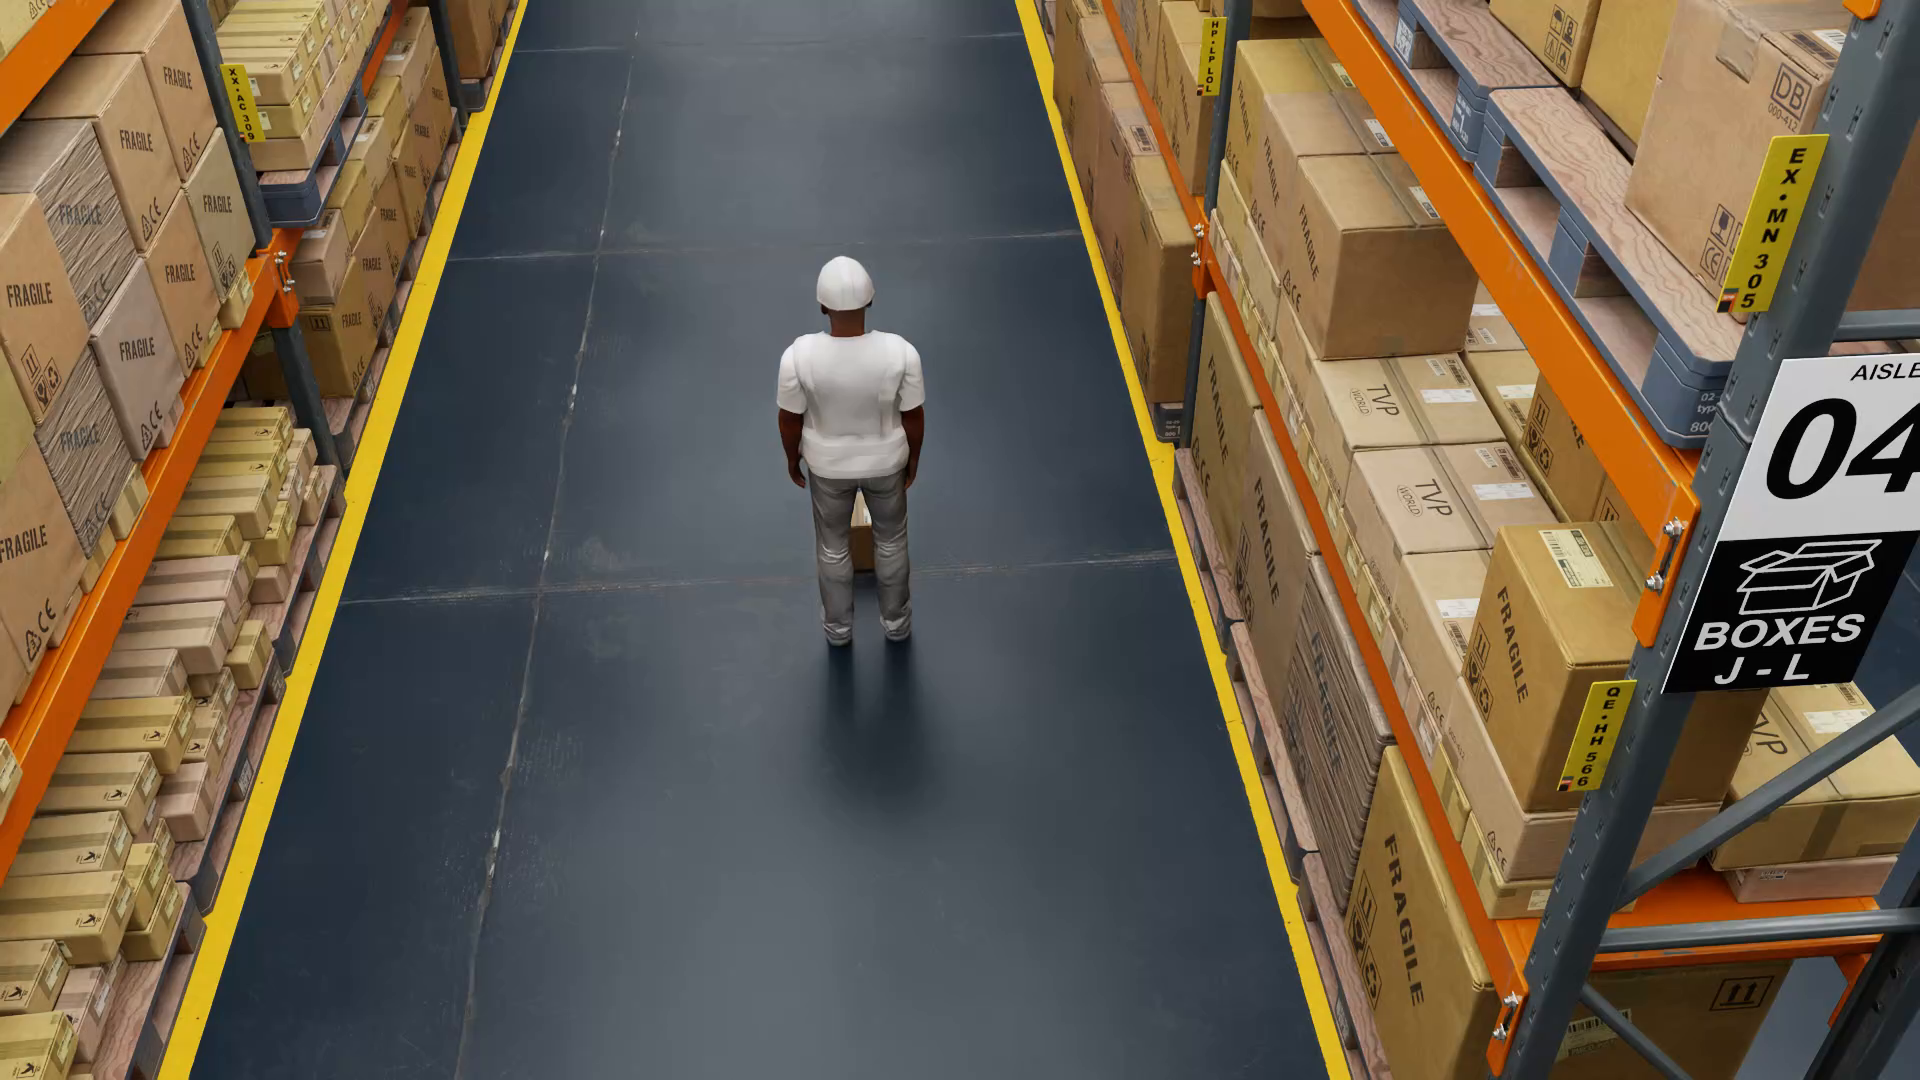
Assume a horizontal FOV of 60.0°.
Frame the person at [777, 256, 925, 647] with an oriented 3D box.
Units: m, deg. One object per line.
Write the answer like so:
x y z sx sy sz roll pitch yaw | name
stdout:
-0.418 -0.323 6.542 0.564 1.761 0.362 -2 39 -3 | person
